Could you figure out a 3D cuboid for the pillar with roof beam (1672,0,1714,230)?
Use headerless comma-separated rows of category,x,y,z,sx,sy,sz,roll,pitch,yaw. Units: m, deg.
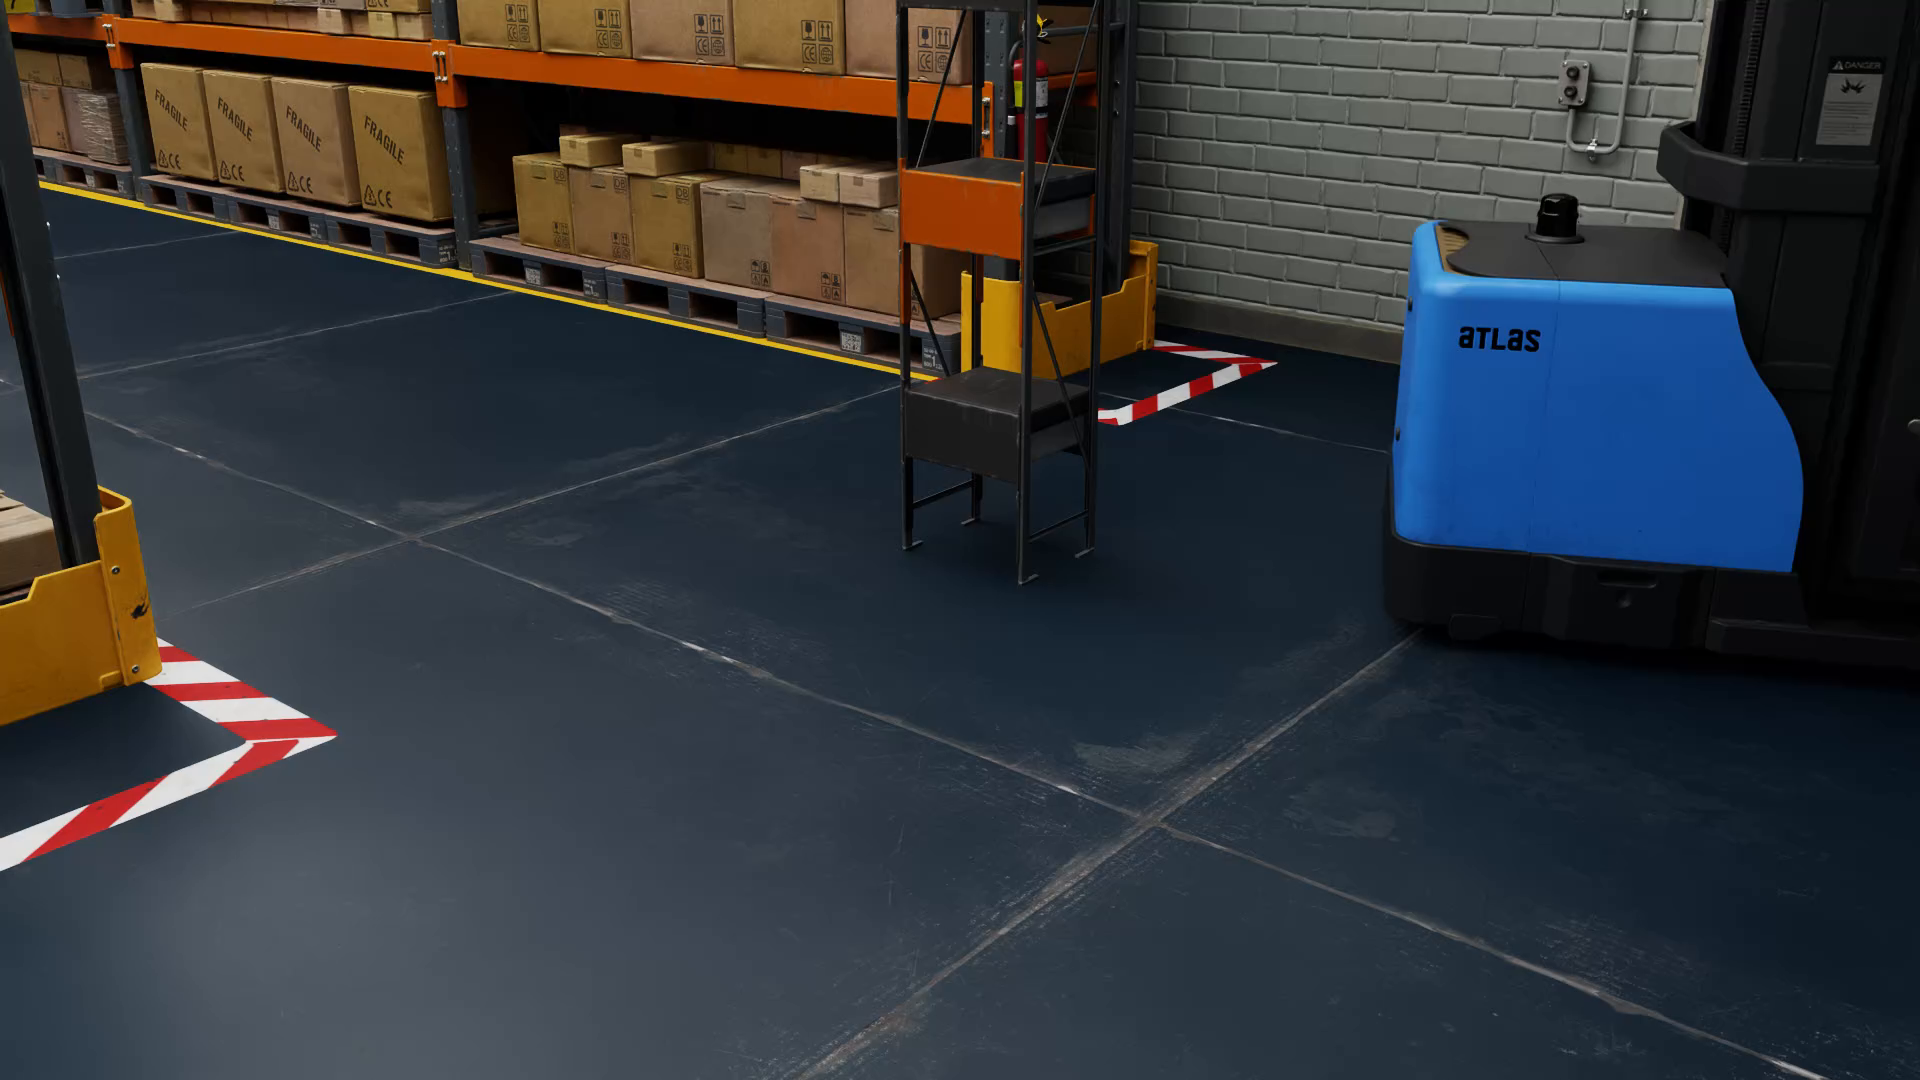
pillar with roof beam,0.380,-3.514,2.233,0.400,9.000,9.100,16,26,36

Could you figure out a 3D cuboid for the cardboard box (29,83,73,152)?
cardboard box,-7.054,-3.467,13.529,0.500,0.500,0.700,16,26,36

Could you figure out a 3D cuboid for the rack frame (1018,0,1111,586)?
rack frame,0.317,-0.891,5.055,0.015,2.100,0.400,16,26,36

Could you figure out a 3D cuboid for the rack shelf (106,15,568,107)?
rack shelf,-4.185,-3.251,11.059,4.000,0.370,1.077,16,26,36

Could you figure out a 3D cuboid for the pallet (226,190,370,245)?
pallet,-4.231,-2.261,11.364,1.213,0.211,1.003,16,26,36

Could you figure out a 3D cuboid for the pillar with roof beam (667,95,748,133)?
pillar with roof beam,-4.269,-4.852,5.782,0.400,9.000,9.100,16,26,36

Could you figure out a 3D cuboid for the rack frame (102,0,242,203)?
rack frame,-5.735,-4.034,12.115,0.127,3.000,1.000,16,26,36

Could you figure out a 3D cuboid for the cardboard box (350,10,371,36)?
cardboard box,-3.459,-3.152,10.102,0.250,0.149,0.380,17,27,38

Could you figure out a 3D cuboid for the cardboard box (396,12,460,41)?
cardboard box,-3.077,-3.032,9.784,0.250,0.149,0.380,16,26,37

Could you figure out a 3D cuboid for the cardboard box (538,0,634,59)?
cardboard box,-1.664,-2.992,8.927,0.700,0.700,0.980,15,25,35

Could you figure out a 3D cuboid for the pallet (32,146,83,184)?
pallet,-7.280,-3.177,13.793,1.213,0.211,1.003,16,26,36

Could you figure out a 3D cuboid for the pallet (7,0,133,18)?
pallet,-6.354,-4.074,12.493,1.003,0.211,1.213,16,26,36

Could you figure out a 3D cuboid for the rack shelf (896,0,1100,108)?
rack shelf,0.128,-1.588,4.958,0.480,0.518,0.431,16,26,36

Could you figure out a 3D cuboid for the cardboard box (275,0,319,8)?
cardboard box,-3.938,-3.597,10.363,0.500,0.500,0.500,16,26,36

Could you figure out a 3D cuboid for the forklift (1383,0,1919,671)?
forklift,2.830,-1.129,4.509,3.031,2.935,1.130,5,21,12

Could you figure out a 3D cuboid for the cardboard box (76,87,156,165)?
cardboard box,-6.326,-3.217,12.867,0.500,0.500,0.700,17,26,37

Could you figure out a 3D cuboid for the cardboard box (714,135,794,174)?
cardboard box,-1.098,-2.074,8.946,0.250,0.149,0.380,16,26,35

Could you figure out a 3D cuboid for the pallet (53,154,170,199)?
pallet,-6.339,-2.904,13.071,1.213,0.211,1.003,16,26,36

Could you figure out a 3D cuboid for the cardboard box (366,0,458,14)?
cardboard box,-3.153,-3.371,9.765,0.500,0.500,0.500,16,26,35

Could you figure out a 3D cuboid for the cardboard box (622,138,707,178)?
cardboard box,-1.567,-2.035,8.841,0.250,0.149,0.380,15,25,35

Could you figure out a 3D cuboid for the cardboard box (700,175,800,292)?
cardboard box,-0.920,-1.629,8.684,0.500,0.500,0.700,15,25,35

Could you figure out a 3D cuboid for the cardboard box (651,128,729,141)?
cardboard box,-1.494,-2.188,9.248,0.250,0.149,0.380,15,25,35

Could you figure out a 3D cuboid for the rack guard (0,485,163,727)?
rack guard,-2.725,0.258,4.275,0.348,0.500,1.175,16,26,36

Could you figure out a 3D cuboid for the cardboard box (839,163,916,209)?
cardboard box,-0.357,-1.688,7.920,0.250,0.149,0.380,16,26,36

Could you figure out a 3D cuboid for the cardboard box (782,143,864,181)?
cardboard box,-0.703,-1.961,8.645,0.250,0.149,0.380,17,26,37

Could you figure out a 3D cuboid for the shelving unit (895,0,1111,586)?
shelving unit,0.128,-0.946,5.200,0.503,2.100,0.431,16,26,36

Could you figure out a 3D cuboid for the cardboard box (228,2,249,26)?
cardboard box,-4.612,-3.510,11.052,0.250,0.149,0.380,17,26,37

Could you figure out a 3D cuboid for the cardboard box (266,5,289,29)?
cardboard box,-4.232,-3.390,10.733,0.250,0.149,0.380,17,27,38

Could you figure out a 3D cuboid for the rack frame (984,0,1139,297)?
rack frame,0.463,-2.249,7.382,0.127,3.000,1.000,16,26,36

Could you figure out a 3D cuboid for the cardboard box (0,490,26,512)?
cardboard box,-2.967,-0.018,4.856,0.250,0.166,0.380,16,26,36

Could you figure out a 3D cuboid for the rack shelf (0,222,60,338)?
rack shelf,-4.216,-1.004,5.099,4.000,0.370,1.077,16,26,36

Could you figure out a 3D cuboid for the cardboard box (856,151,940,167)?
cardboard box,-0.312,-1.848,8.346,0.250,0.149,0.380,16,26,36

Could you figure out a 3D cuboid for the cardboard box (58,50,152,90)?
cardboard box,-6.727,-3.712,13.117,0.500,0.250,0.500,17,26,37

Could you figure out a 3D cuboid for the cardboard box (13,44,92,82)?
cardboard box,-7.504,-3.942,13.726,0.500,0.250,0.500,15,25,35

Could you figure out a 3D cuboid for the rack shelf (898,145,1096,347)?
rack shelf,0.128,-0.933,5.205,0.480,0.518,0.431,16,26,36

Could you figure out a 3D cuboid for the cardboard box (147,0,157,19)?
cardboard box,-5.436,-3.731,11.638,0.250,0.149,0.380,17,26,37

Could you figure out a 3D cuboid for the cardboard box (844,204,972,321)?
cardboard box,-0.142,-1.405,8.091,0.500,0.500,0.700,16,26,36

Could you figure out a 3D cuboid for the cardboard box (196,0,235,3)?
cardboard box,-4.737,-3.821,10.958,0.500,0.500,0.500,16,26,36

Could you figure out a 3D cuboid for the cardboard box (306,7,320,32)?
cardboard box,-3.849,-3.267,10.409,0.250,0.149,0.380,16,26,36

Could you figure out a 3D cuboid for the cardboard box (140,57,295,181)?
cardboard box,-5.248,-3.025,11.890,0.750,0.750,0.750,16,26,36

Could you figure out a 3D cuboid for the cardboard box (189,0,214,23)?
cardboard box,-5.011,-3.626,11.360,0.250,0.149,0.380,16,26,36

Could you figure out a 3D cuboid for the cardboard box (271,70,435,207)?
cardboard box,-3.912,-2.639,10.868,0.750,0.750,0.750,17,27,38

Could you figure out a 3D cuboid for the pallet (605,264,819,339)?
pallet,-1.147,-1.374,9.013,1.213,0.211,1.003,16,26,36

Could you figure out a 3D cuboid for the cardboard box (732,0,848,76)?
cardboard box,-0.509,-2.660,8.046,0.700,0.700,0.980,16,26,36

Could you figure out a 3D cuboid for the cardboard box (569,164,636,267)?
cardboard box,-1.734,-1.861,9.299,0.500,0.500,0.700,16,26,36

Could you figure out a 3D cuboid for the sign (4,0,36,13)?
sign,-2.323,-1.448,4.030,0.005,0.325,0.100,16,26,36
